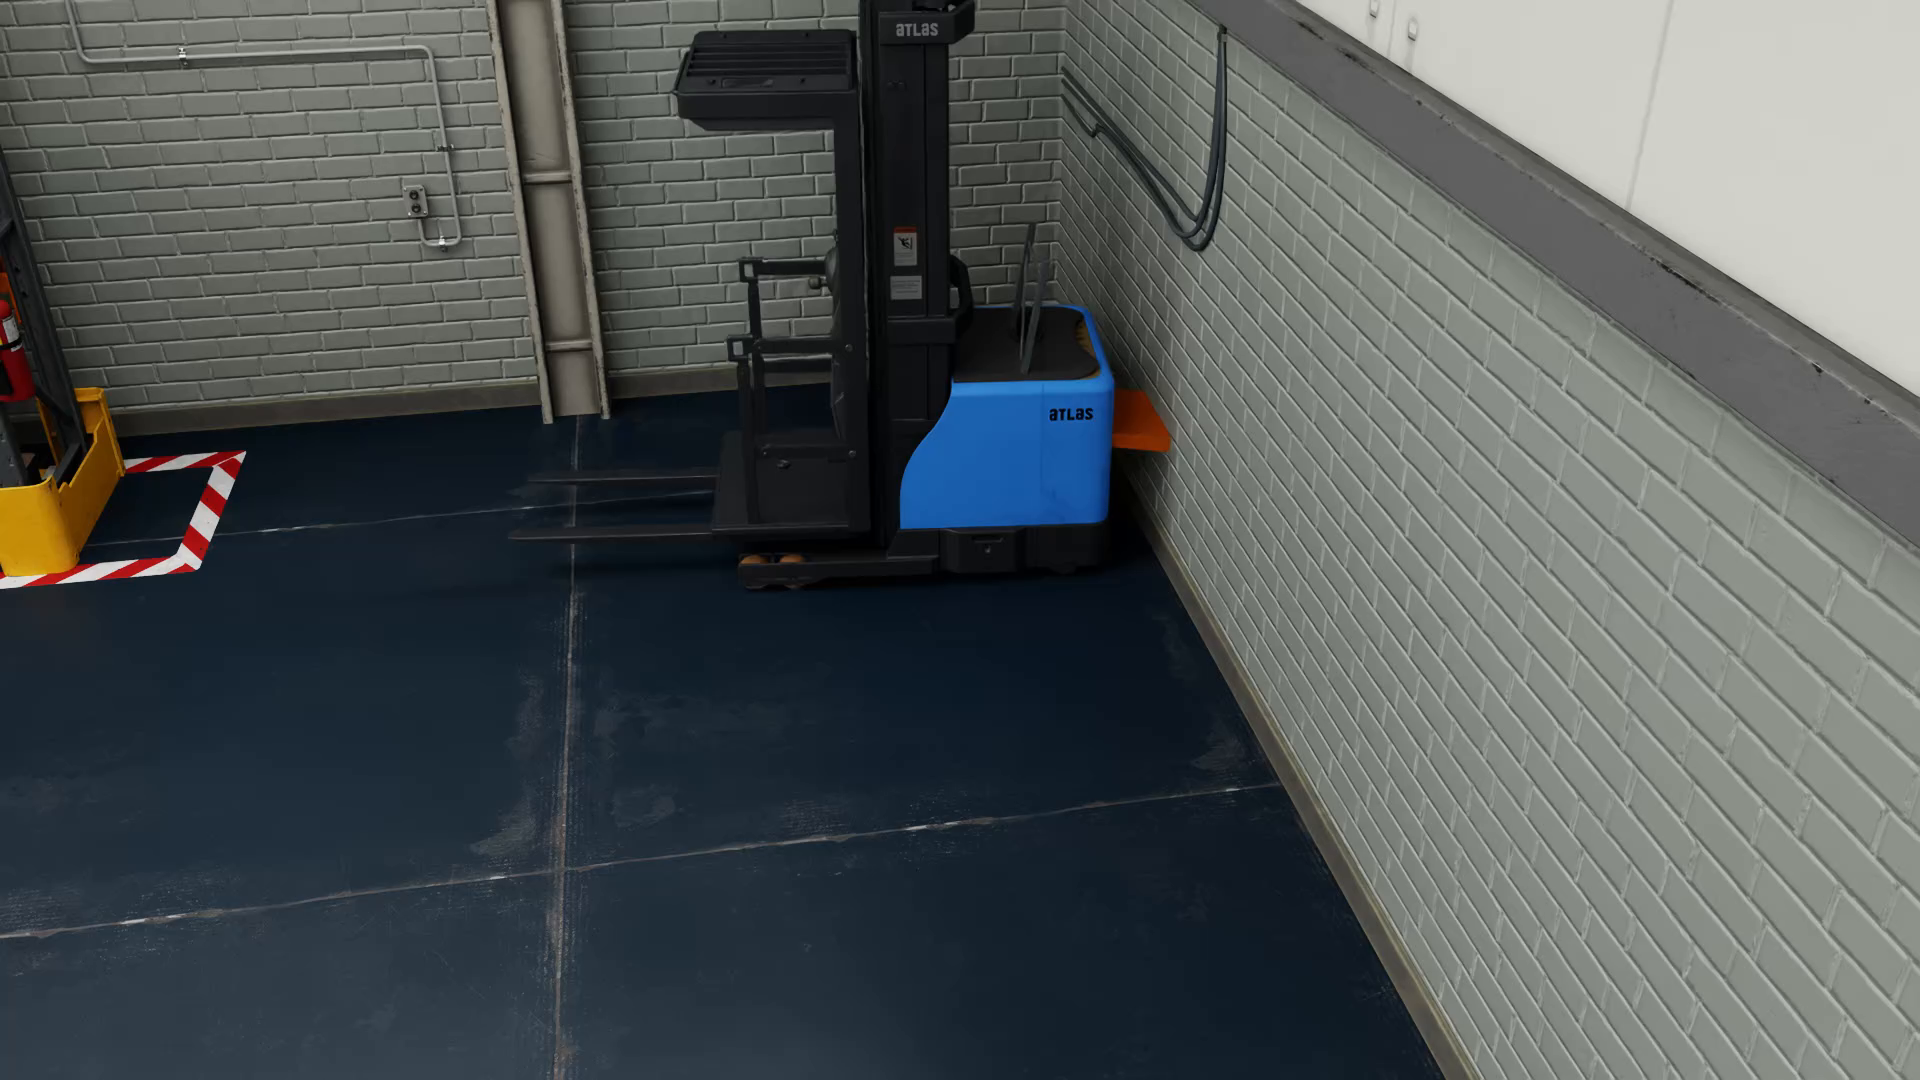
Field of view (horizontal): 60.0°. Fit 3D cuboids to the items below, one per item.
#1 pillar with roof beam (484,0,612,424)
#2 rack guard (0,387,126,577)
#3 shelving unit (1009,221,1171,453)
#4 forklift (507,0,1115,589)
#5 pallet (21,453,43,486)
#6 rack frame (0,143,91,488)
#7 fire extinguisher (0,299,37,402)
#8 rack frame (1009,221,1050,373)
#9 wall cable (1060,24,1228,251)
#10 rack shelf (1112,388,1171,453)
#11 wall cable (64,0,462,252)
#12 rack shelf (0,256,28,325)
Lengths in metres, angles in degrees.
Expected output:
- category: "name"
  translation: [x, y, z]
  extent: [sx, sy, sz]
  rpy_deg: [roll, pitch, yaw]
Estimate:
- category: "pillar with roof beam"
  translation: [-1.543, -2.521, 4.160]
  extent: [0.400, 9.000, 9.100]
  rpy_deg: [-5, 31, -9]
- category: "rack guard"
  translation: [-4.795, -0.329, 8.816]
  extent: [0.348, 0.500, 1.175]
  rpy_deg: [-5, 31, -9]
- category: "shelving unit"
  translation: [0.766, -0.744, 8.358]
  extent: [1.083, 1.500, 0.587]
  rpy_deg: [5, 32, -10]
- category: "forklift"
  translation: [-0.778, -1.293, 8.058]
  extent: [3.031, 2.935, 1.130]
  rpy_deg: [-2, 30, -3]
- category: "pallet"
  translation: [-5.591, -0.090, 8.695]
  extent: [1.213, 0.211, 1.003]
  rpy_deg: [-5, 31, -9]
- category: "rack frame"
  translation: [-4.818, -1.404, 8.178]
  extent: [0.127, 3.000, 1.000]
  rpy_deg: [-5, 31, -9]
- category: "fire extinguisher"
  translation: [-4.587, -0.993, 7.924]
  extent: [0.183, 0.674, 0.296]
  rpy_deg: [-5, 31, -9]
- category: "rack frame"
  translation: [0.258, -0.785, 8.270]
  extent: [0.032, 1.500, 0.500]
  rpy_deg: [5, 32, -10]
- category: "wall cable"
  translation: [0.810, -2.990, 8.020]
  extent: [0.112, 2.526, 3.097]
  rpy_deg: [-5, 31, -9]
- category: "rack shelf"
  translation: [0.729, -0.593, 8.450]
  extent: [1.000, 0.185, 0.538]
  rpy_deg: [5, 32, -10]
- category: "wall cable"
  translation: [-3.729, -2.430, 8.922]
  extent: [1.851, 1.984, 0.084]
  rpy_deg: [-5, 31, -9]
- category: "rack shelf"
  translation: [-6.785, -0.911, 8.050]
  extent: [4.000, 0.370, 1.077]
  rpy_deg: [-5, 31, -9]
